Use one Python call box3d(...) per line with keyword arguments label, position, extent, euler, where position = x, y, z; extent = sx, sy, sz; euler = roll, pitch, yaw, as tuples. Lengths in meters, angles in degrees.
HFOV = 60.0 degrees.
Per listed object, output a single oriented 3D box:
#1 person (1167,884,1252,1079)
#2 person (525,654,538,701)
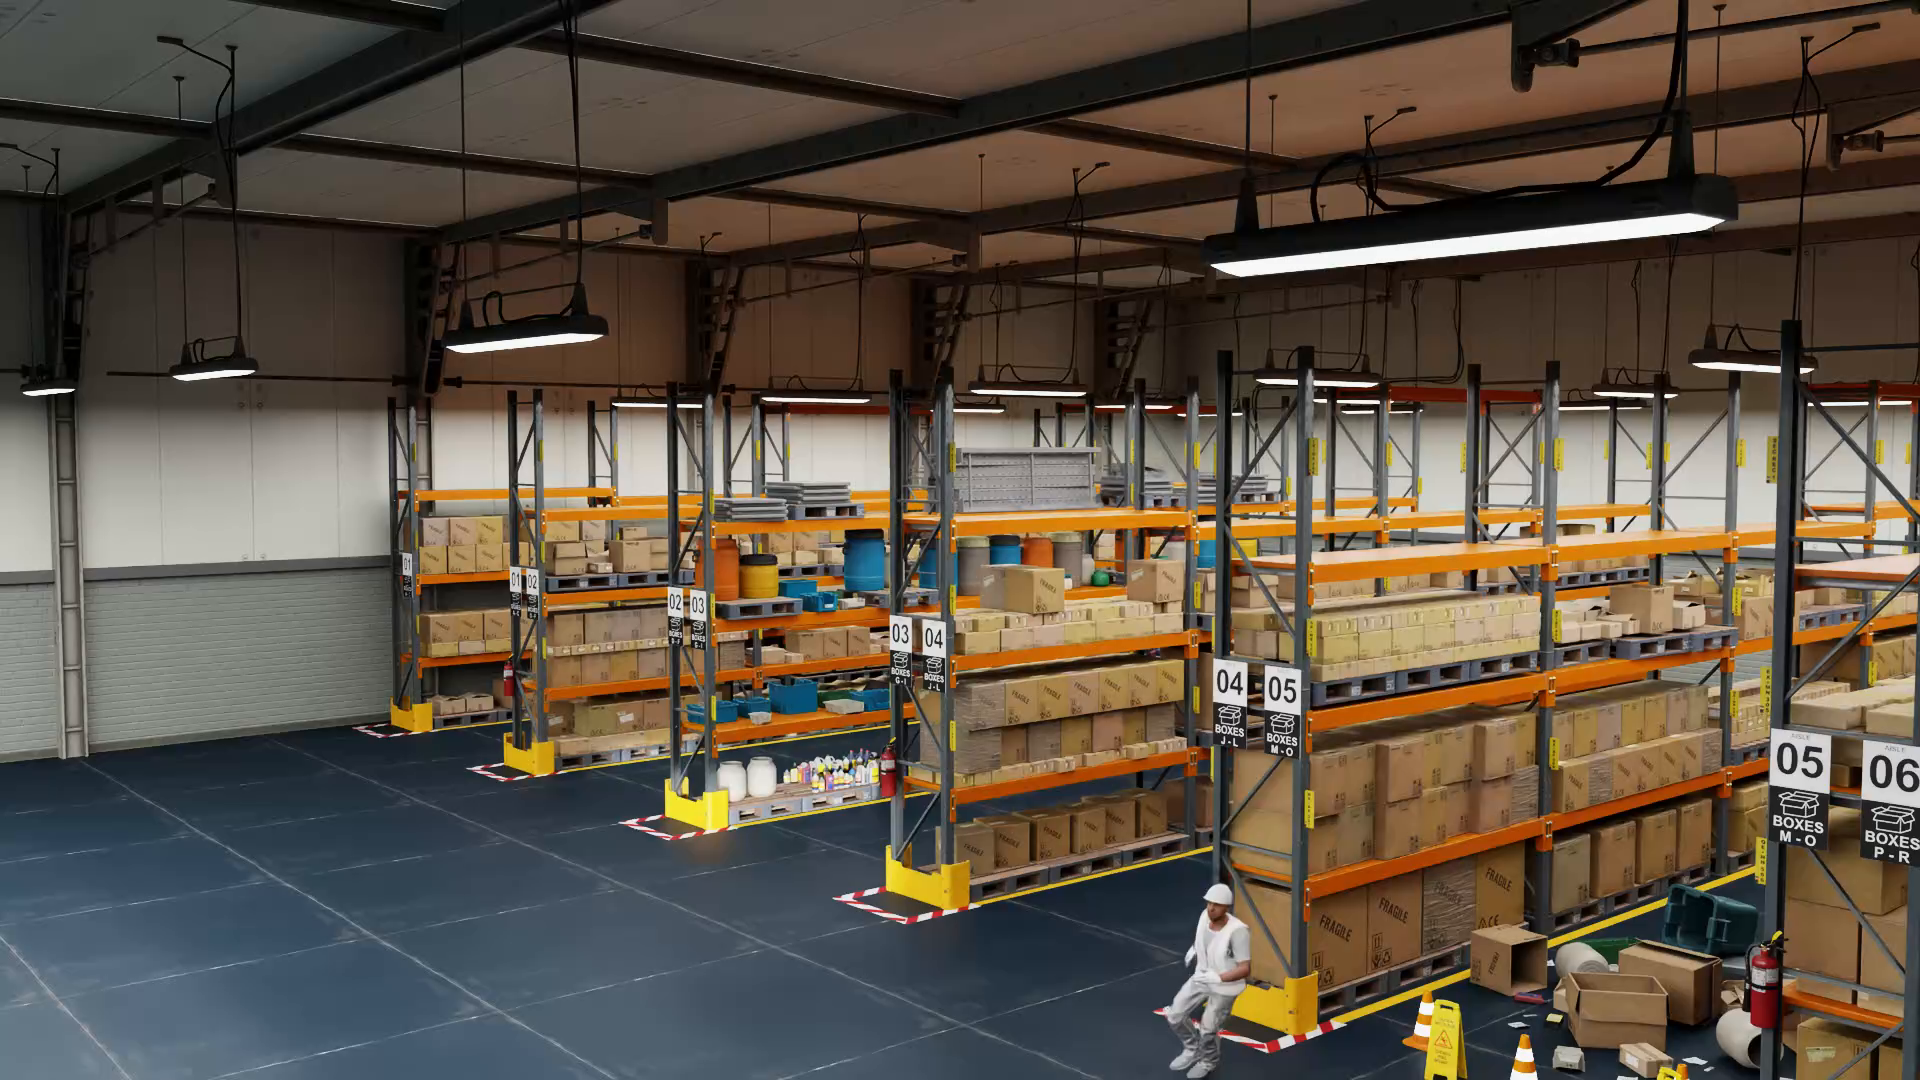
box3d(label="person", position=(1.984, 3.555, 13.291), extent=(0.865, 1.687, 0.722), euler=(3, 5, 43))
box3d(label="person", position=(-7.061, 2.705, 28.305), extent=(0.580, 1.640, 0.935), euler=(2, 4, 28))
